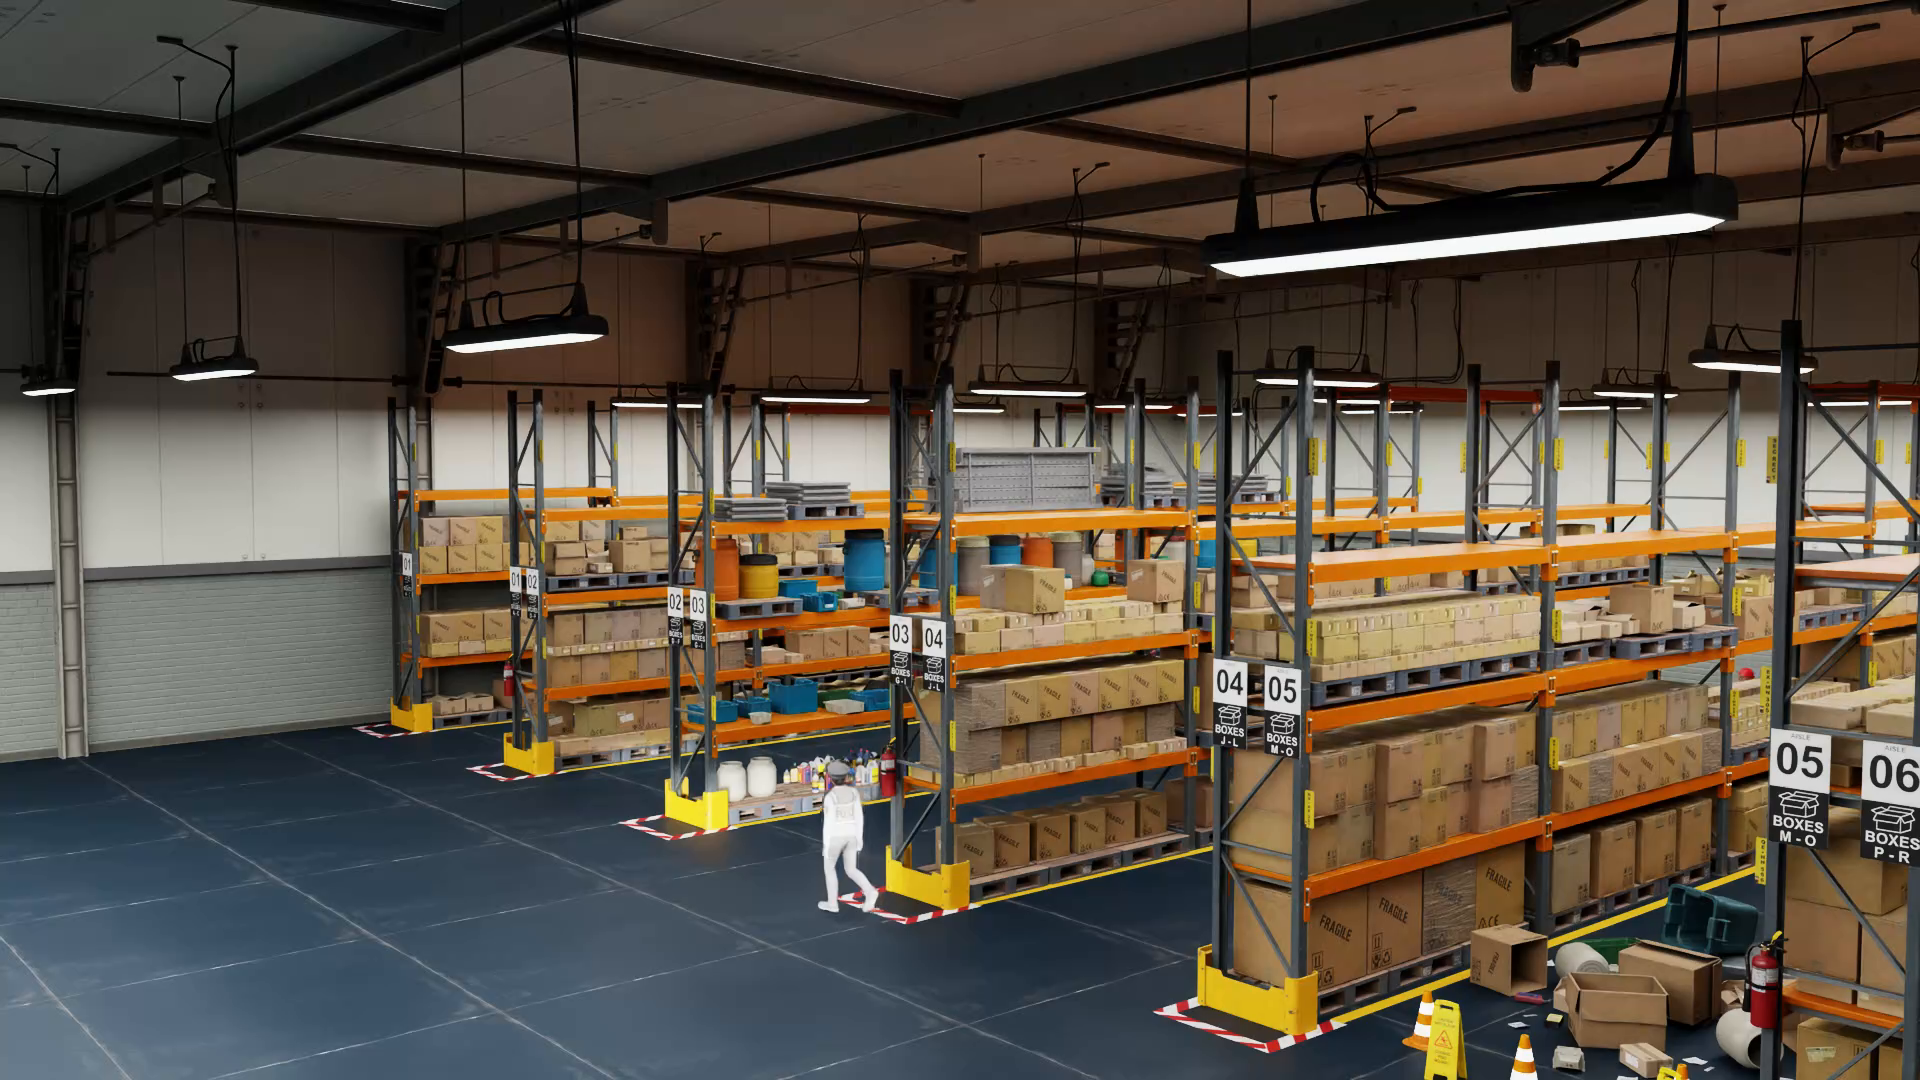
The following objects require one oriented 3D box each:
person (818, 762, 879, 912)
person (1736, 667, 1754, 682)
[{"bbox_3d":[-1.242,3.265,18.160,0.511,1.646,0.812,-3,5,-43],"label":"person"},{"bbox_3d":[12.373,2.815,25.907,0.632,1.685,0.695,-2,4,-32],"label":"person"}]
